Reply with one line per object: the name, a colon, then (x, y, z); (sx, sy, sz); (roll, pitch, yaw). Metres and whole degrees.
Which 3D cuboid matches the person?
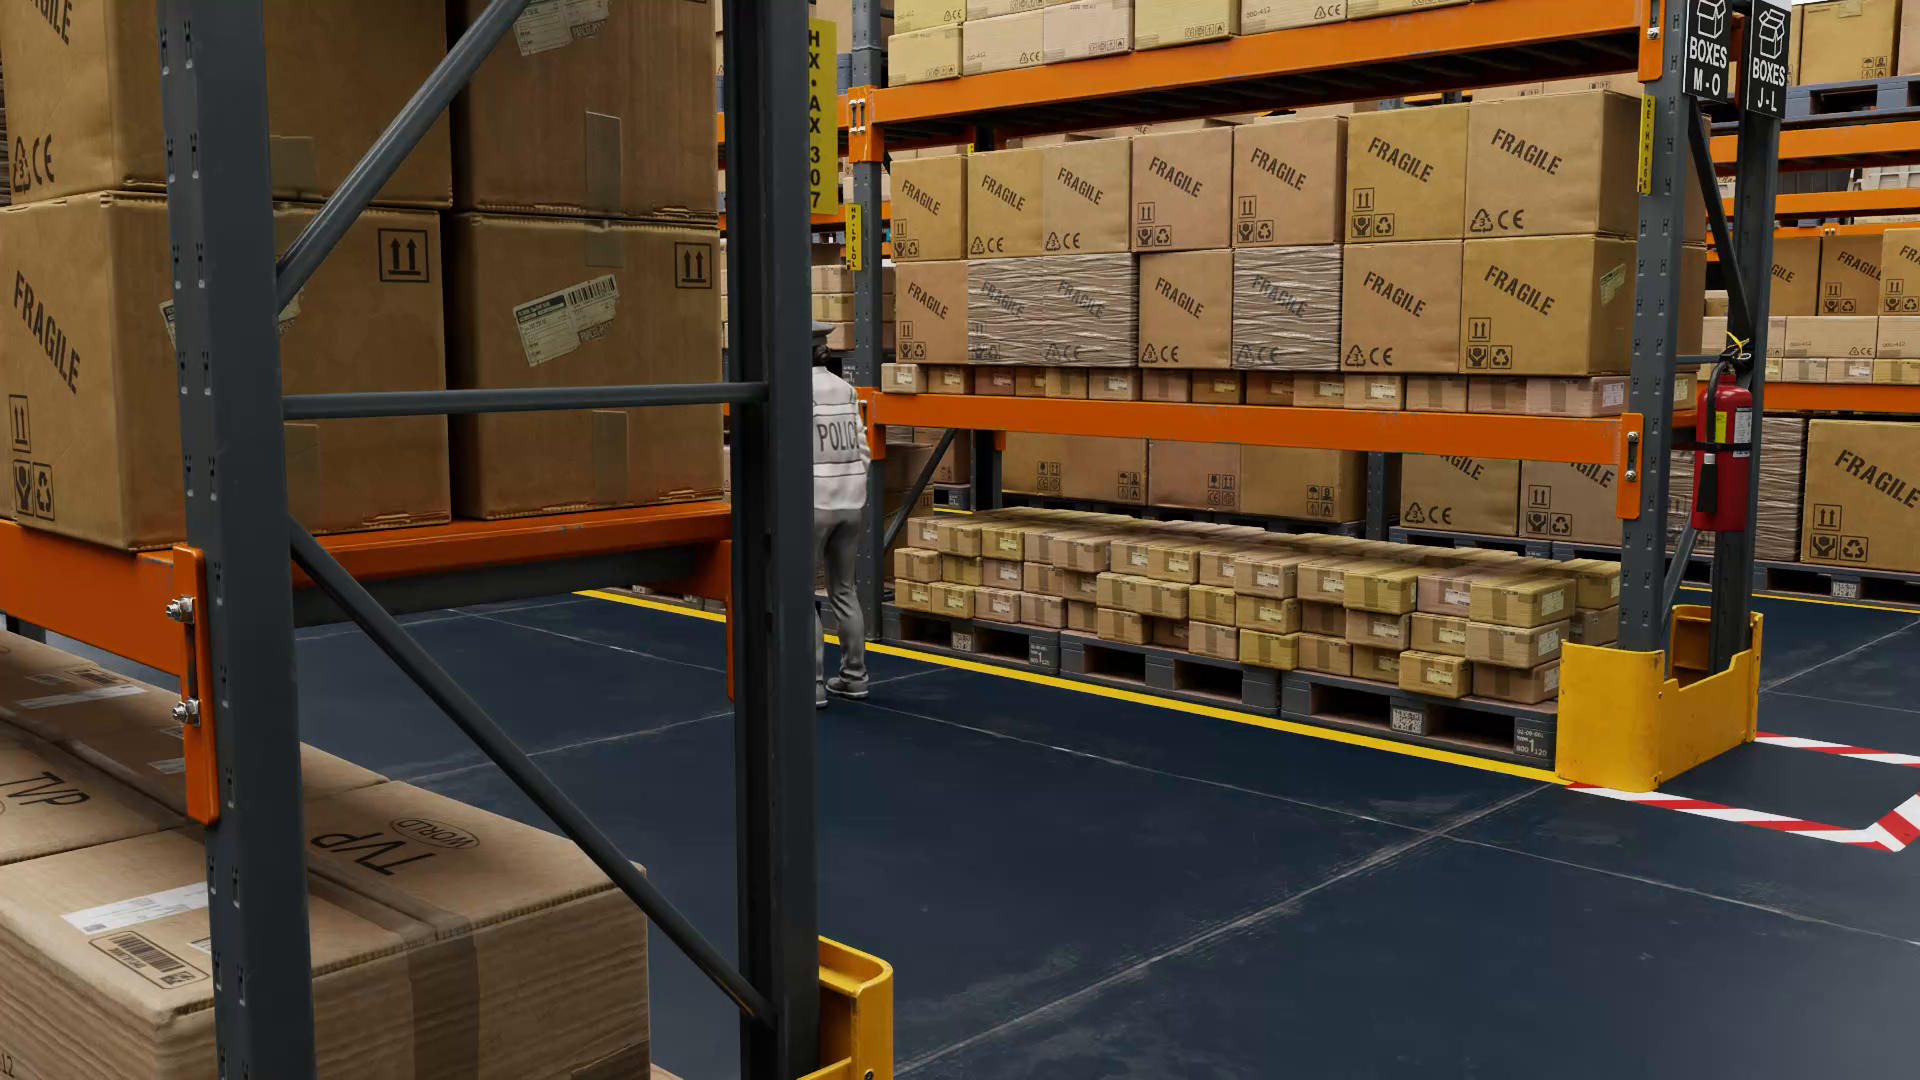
person: (-0.612, -0.116, 7.172); (0.378, 1.663, 0.537); (7, 10, 42)
